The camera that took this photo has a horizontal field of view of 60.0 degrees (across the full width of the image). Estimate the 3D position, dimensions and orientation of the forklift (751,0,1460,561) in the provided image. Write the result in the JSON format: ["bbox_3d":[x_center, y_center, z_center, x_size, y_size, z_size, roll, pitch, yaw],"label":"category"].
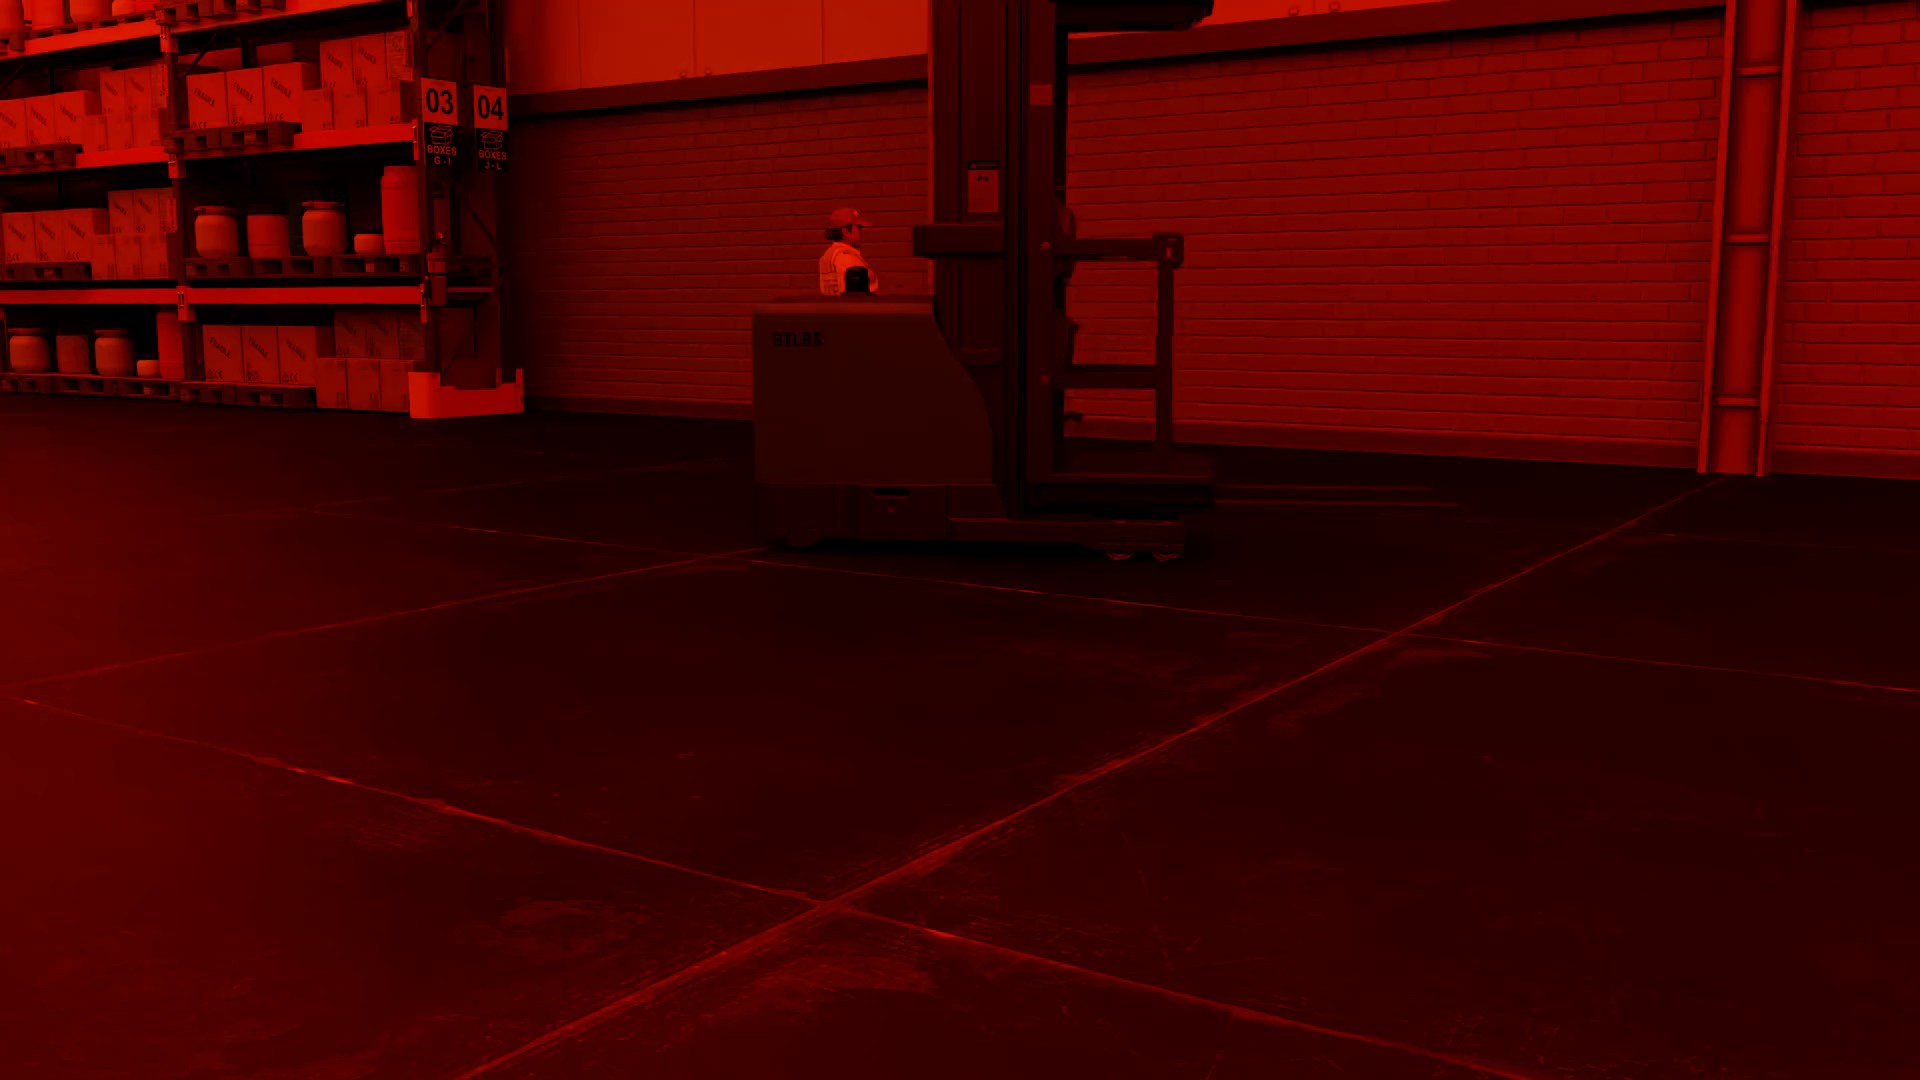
[{"bbox_3d":[0.644,-1.443,7.341,3.031,2.935,1.130,1,8,6],"label":"forklift"}]

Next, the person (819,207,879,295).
[{"bbox_3d":[-0.702,-1.246,10.472,0.389,1.669,0.480,-3,9,-23],"label":"person"}]
